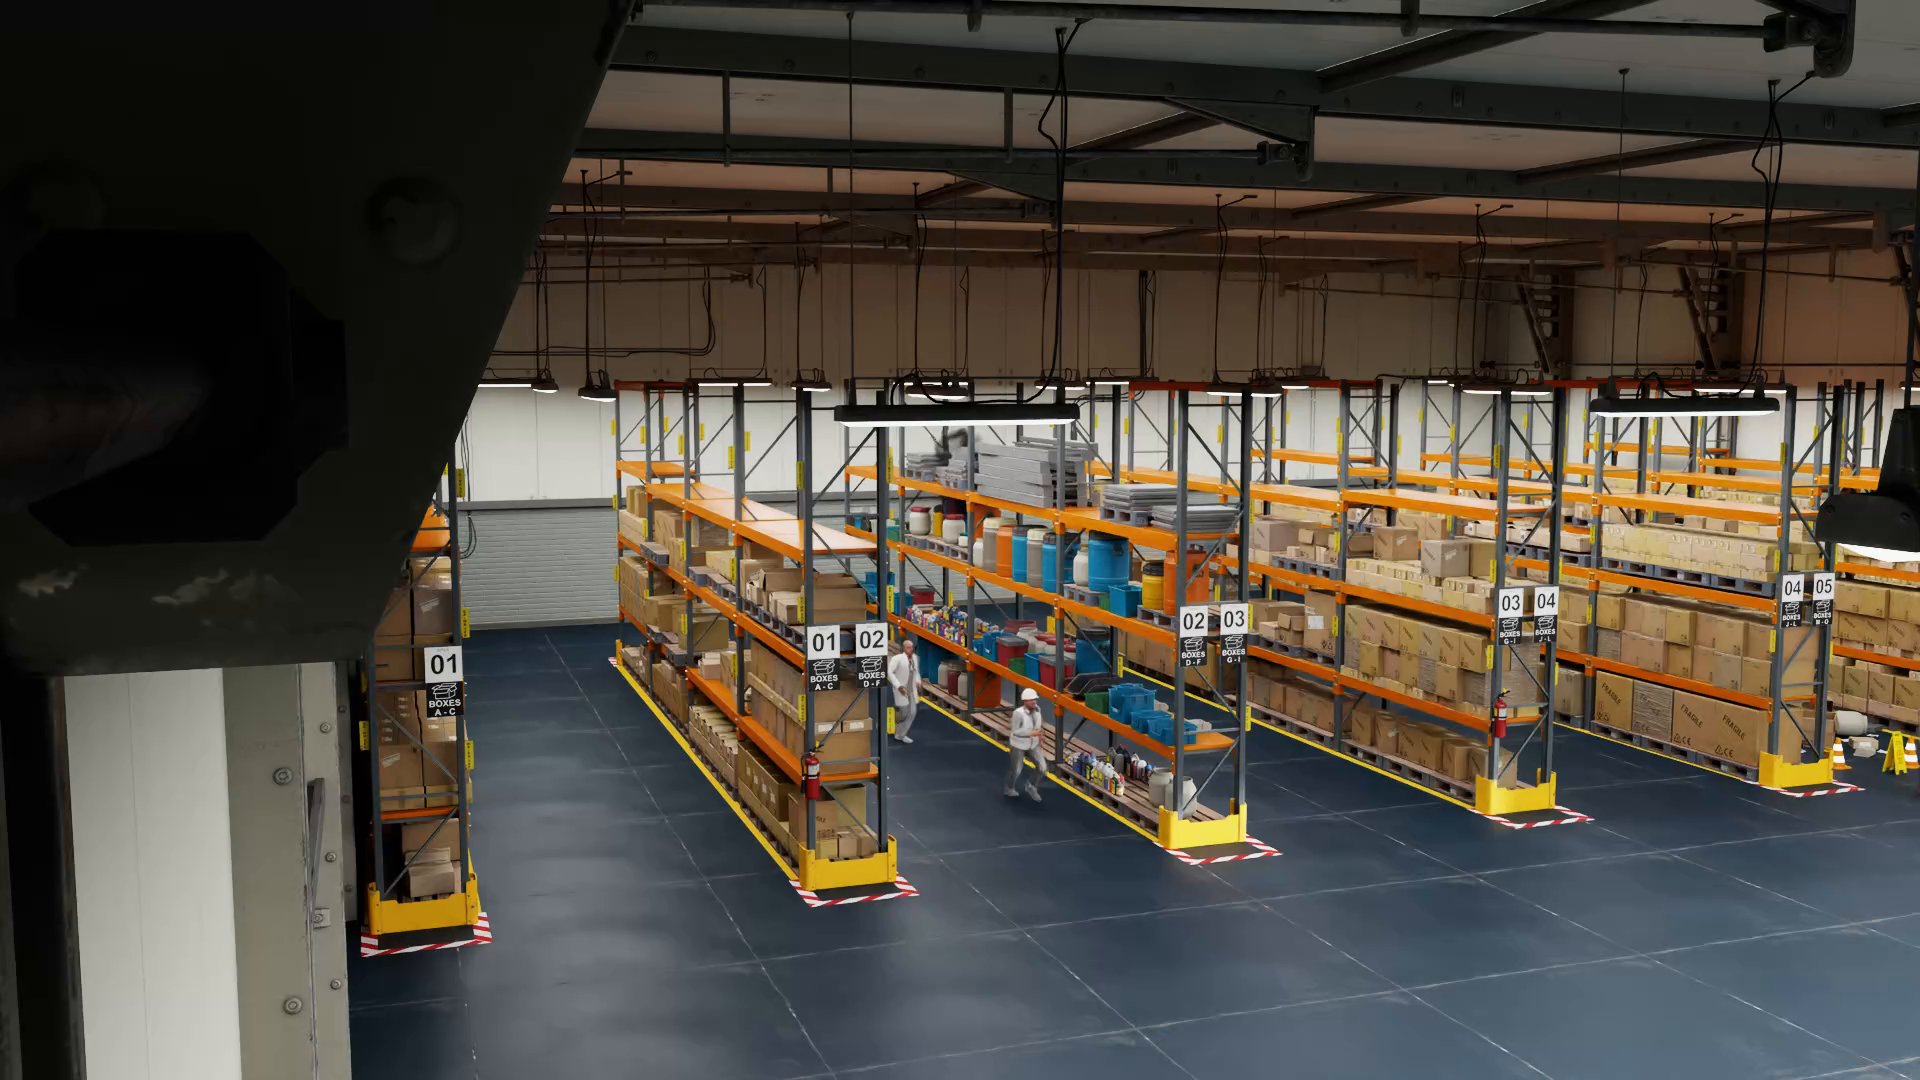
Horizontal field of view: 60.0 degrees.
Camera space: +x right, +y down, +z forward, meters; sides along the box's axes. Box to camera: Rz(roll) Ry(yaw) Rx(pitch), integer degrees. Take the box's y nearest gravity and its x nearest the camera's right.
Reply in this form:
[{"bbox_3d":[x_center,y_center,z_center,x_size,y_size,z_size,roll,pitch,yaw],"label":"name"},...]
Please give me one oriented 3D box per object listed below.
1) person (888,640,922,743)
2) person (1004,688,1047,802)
[{"bbox_3d":[-0.982,2.525,28.013,0.705,1.733,0.649,-4,7,-35],"label":"person"},{"bbox_3d":[0.956,2.952,23.975,0.652,1.704,0.961,-4,7,-31],"label":"person"}]
